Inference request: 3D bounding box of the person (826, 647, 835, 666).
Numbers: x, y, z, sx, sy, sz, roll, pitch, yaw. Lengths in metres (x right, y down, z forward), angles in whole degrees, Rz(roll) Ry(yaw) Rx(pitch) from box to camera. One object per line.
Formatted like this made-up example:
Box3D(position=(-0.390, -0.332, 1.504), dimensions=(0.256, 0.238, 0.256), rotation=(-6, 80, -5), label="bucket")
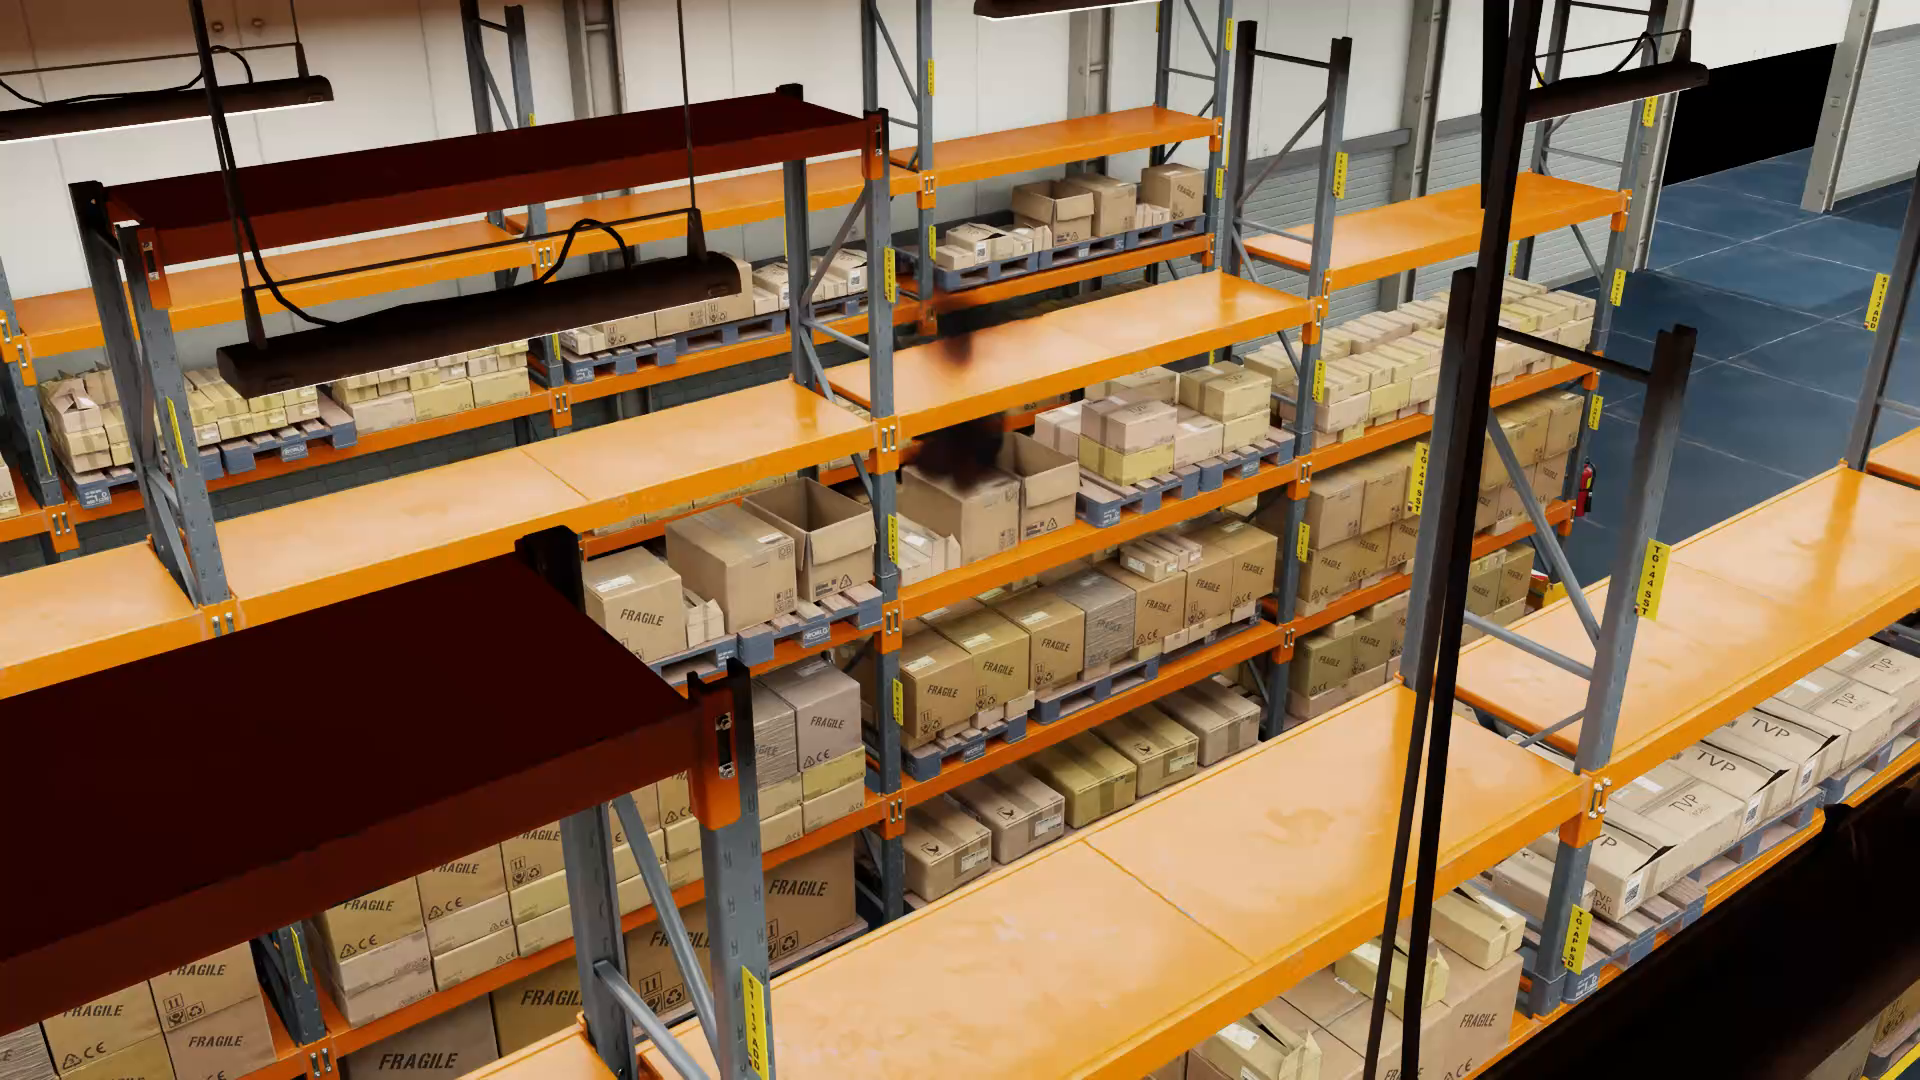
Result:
Box3D(position=(-1.035, 1.107, 13.926), dimensions=(0.866, 1.666, 0.581), rotation=(-20, 33, -35), label="person")
